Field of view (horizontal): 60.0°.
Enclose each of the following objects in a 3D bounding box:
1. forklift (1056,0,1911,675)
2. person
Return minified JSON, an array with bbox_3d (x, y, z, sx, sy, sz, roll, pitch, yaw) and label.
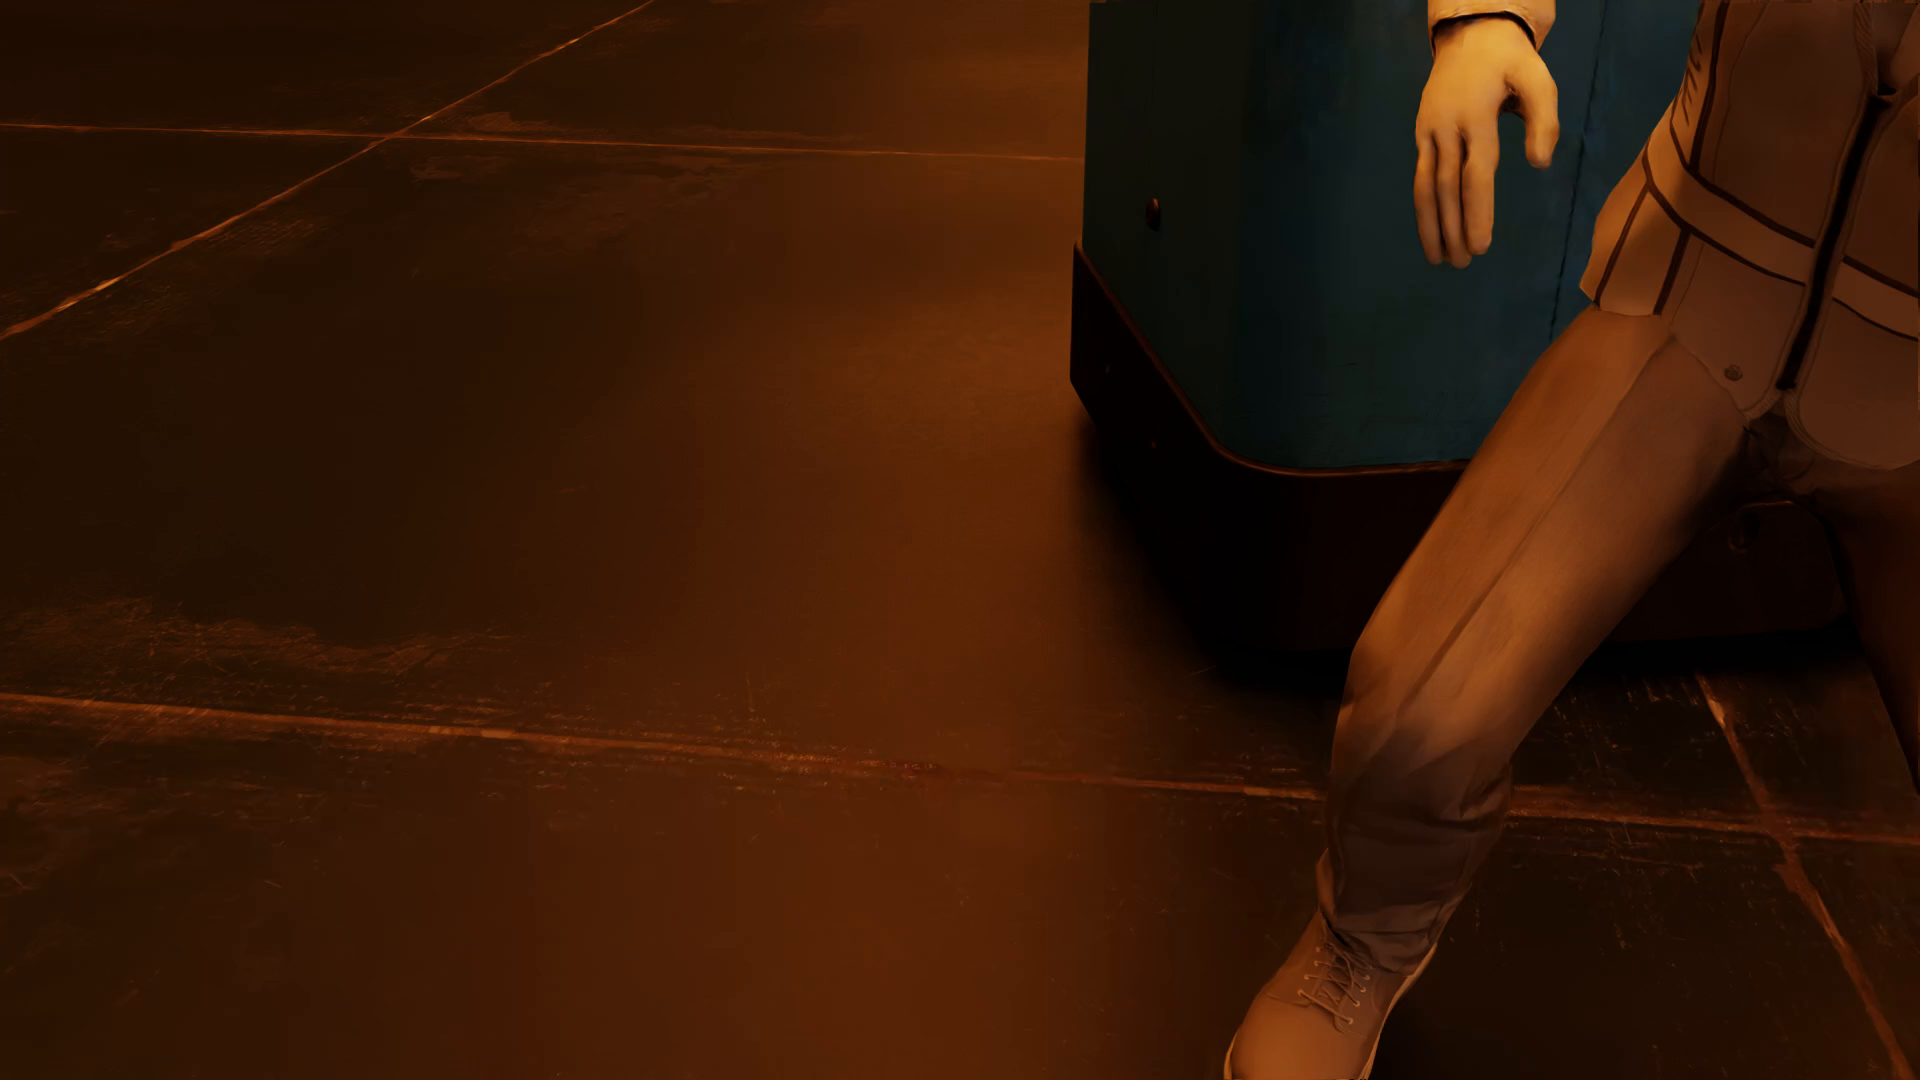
[{"bbox_3d":[1.726,-1.425,2.074,3.031,2.935,1.130,-4,27,-7],"label":"forklift"},{"bbox_3d":[0.635,-0.007,0.983,0.850,1.466,0.717,20,33,35],"label":"person"}]
